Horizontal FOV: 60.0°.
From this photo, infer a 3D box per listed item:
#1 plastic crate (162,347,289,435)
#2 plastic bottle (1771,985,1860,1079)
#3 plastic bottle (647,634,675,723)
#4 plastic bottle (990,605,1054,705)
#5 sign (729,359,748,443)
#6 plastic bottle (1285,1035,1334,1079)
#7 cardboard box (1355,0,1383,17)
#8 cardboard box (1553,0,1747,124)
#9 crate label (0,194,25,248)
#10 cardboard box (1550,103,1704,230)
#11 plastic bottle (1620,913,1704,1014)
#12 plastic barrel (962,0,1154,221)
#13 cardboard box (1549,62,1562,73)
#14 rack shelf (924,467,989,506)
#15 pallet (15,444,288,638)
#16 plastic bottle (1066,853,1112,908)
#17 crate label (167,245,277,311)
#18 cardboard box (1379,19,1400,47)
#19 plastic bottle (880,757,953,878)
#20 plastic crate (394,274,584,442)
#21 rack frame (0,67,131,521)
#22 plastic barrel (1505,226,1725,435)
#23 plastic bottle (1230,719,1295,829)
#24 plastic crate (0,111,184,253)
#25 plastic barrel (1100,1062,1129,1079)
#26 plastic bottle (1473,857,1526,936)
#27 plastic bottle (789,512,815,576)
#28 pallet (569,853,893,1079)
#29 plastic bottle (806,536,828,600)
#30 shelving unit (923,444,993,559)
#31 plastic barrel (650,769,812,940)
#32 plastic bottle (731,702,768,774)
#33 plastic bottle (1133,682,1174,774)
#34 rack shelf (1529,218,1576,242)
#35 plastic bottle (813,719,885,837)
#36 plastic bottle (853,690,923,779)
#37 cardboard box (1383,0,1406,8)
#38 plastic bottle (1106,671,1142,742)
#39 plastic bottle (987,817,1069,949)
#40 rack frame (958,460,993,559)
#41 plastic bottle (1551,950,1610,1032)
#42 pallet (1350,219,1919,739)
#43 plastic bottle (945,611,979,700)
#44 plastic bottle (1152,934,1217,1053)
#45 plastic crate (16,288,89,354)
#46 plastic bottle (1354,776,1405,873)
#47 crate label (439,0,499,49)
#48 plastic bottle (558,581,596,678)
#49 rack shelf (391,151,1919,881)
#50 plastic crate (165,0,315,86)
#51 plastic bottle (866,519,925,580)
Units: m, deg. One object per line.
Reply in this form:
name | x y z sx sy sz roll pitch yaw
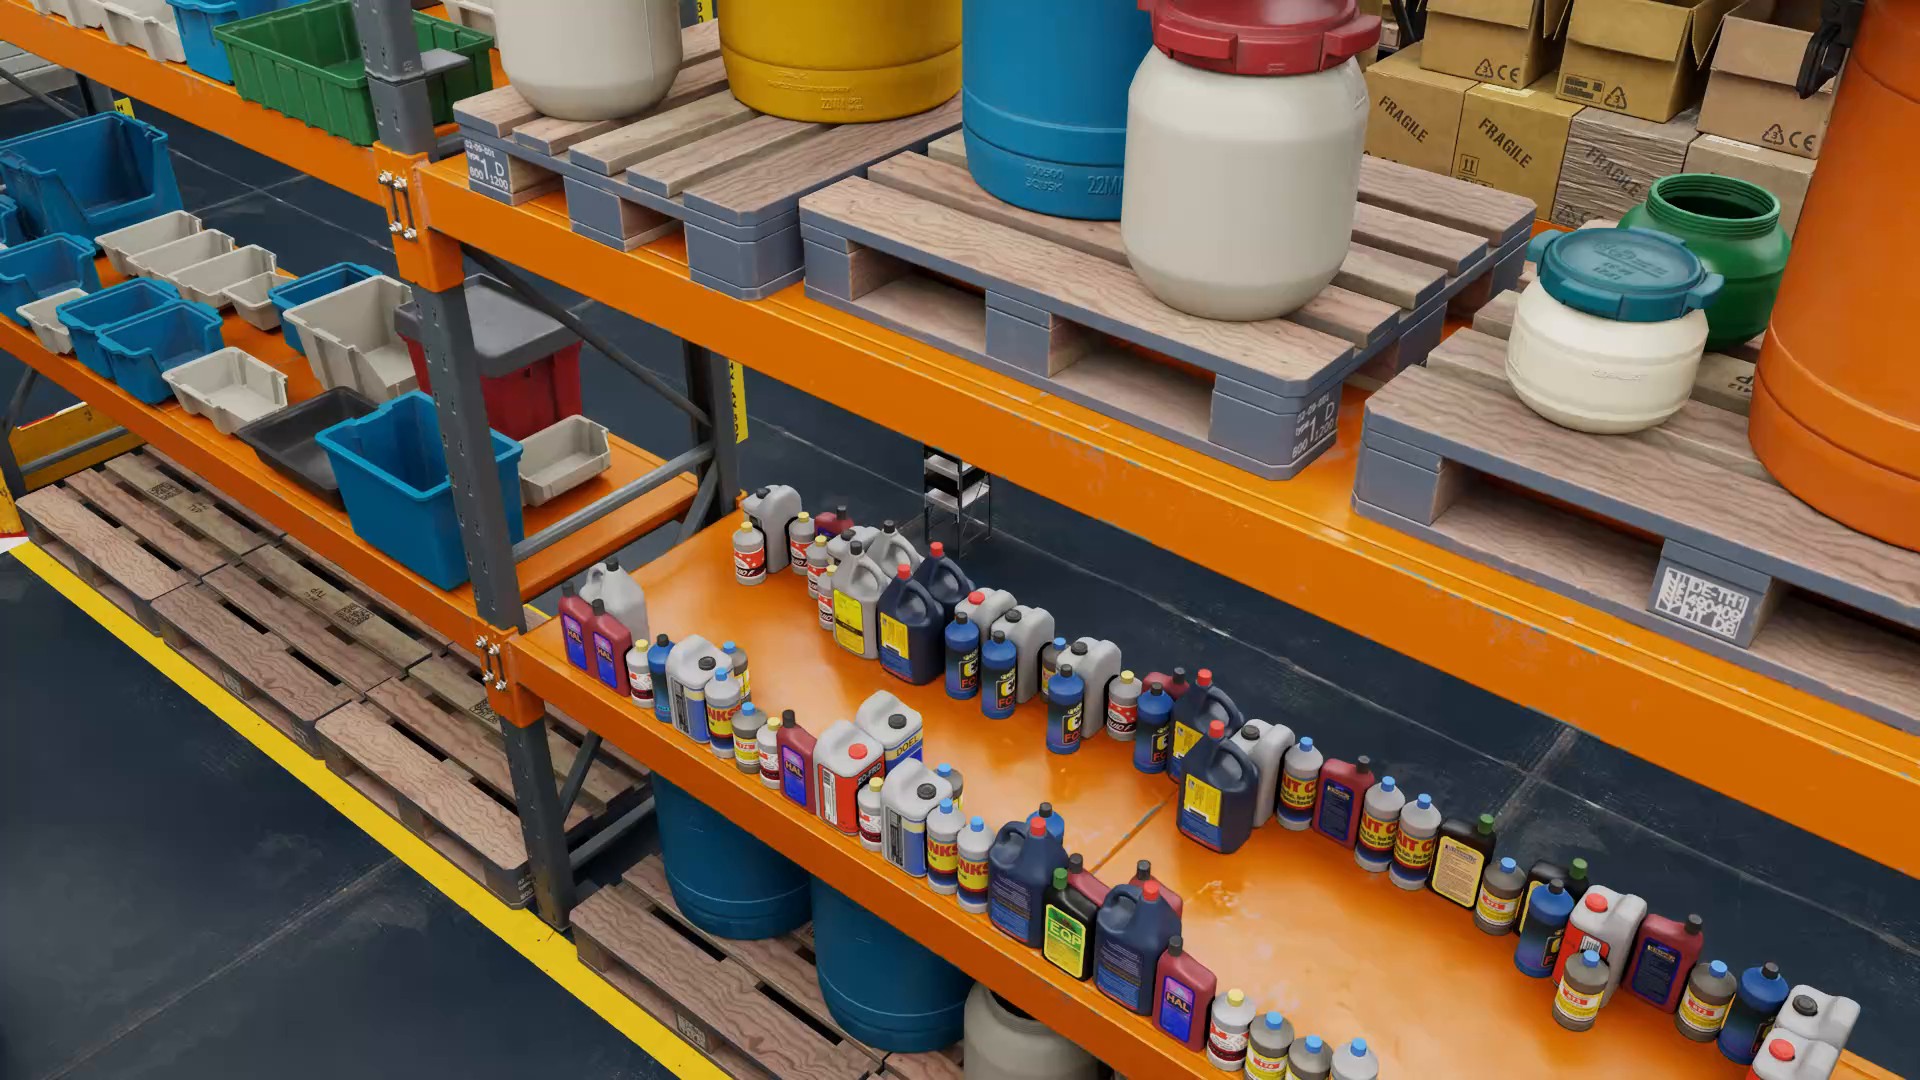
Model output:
plastic crate | -2.638 -0.526 6.046 0.466 0.136 0.293 25 42 32
plastic bottle | 1.841 1.093 3.618 0.135 0.276 0.152 25 42 32
plastic bottle | -0.821 0.379 4.662 0.097 0.271 0.097 0 34 0
plastic bottle | 0.174 0.307 4.762 0.135 0.276 0.152 25 42 32
sign | -0.754 -0.462 5.529 0.005 0.325 0.100 25 42 32
plastic bottle | 0.755 1.151 3.600 0.097 0.201 0.097 0 34 0
cardboard box | 1.857 -2.919 8.558 0.500 0.500 0.500 25 42 32
cardboard box | 3.078 -2.238 7.384 0.637 0.503 0.797 26 42 32
crate label | -4.202 -1.281 7.061 0.303 0.233 0.416 25 42 32
cardboard box | 3.027 -1.667 7.440 0.500 0.500 0.500 24 41 31
plastic bottle | 1.618 0.951 3.818 0.133 0.283 0.061 25 42 32
plastic barrel | 0.302 -1.174 3.347 0.708 0.901 0.600 25 42 32
cardboard box | 2.972 -2.073 8.030 0.500 0.500 0.500 27 43 33
rack shelf | -0.006 -0.272 7.569 0.200 0.077 0.258 25 42 32
pallet | -3.572 -0.093 7.699 1.213 0.211 1.003 25 42 32
plastic bottle | 0.299 0.871 3.936 0.133 0.283 0.061 25 42 32
crate label | -2.996 -1.056 6.818 0.243 0.136 0.396 25 42 32
cardboard box | 3.405 -4.038 13.128 0.250 0.149 0.380 23 41 30
plastic bottle | -0.105 0.694 4.199 0.135 0.276 0.152 25 42 32
plastic crate | -1.633 -0.593 5.855 0.583 0.464 0.402 25 42 32
rack frame | -4.181 -1.558 7.370 0.127 3.000 1.000 25 42 32
plastic barrel | 1.049 -0.338 2.694 0.301 0.262 0.301 0 34 0
plastic bottle | 0.775 0.591 4.350 0.135 0.276 0.152 25 42 32
plastic crate | -3.804 -1.558 7.284 0.499 0.435 0.616 25 42 32
plastic barrel | 0.712 1.581 4.557 0.708 0.588 0.600 25 42 32
plastic bottle | 1.311 0.854 4.032 0.097 0.201 0.097 0 34 0
plastic bottle | -0.491 0.005 5.269 0.097 0.201 0.097 0 34 0
pallet | -0.541 1.338 5.616 1.213 0.211 1.003 25 42 32
plastic bottle | -0.427 0.079 5.160 0.097 0.201 0.097 0 34 0
shelving unit | -0.006 -0.374 7.500 0.210 0.900 0.258 25 42 32
plastic barrel | -0.700 0.787 5.437 0.708 0.901 0.600 25 42 32
plastic bottle | -0.568 0.527 4.508 0.097 0.201 0.097 0 34 0
plastic bottle | 0.523 0.498 4.489 0.097 0.271 0.097 0 34 0
rack shelf | 3.599 -1.243 7.546 4.000 0.370 1.077 25 42 32
plastic bottle | -0.284 0.610 4.321 0.135 0.276 0.152 25 42 32
plastic bottle | -0.186 0.544 4.418 0.135 0.276 0.152 25 42 32
cardboard box | 3.448 -4.272 12.943 0.250 0.149 0.380 26 42 32
plastic bottle | 0.459 0.452 4.617 0.097 0.201 0.097 0 34 0
plastic bottle | 0.164 0.794 3.988 0.185 0.351 0.144 25 42 32
rack frame | 0.072 -0.337 7.446 0.006 0.900 0.240 25 42 32
plastic bottle | 1.420 1.017 3.795 0.097 0.201 0.097 0 34 0
pallet | 1.442 -0.139 2.820 1.213 0.211 1.003 25 42 32
plastic bottle | 0.005 0.322 4.746 0.097 0.271 0.097 0 34 0
plastic bottle | 0.505 1.012 3.729 0.133 0.283 0.061 25 42 32
plastic crate | -3.487 -0.844 6.509 0.298 0.136 0.250 25 42 32
plastic bottle | 1.059 0.706 4.186 0.097 0.271 0.097 0 34 0
crate label | -1.298 -1.540 4.926 0.466 0.136 0.293 25 42 32
plastic bottle | -1.098 0.257 4.829 0.133 0.283 0.061 25 42 32
rack shelf | 0.430 -0.325 3.560 4.000 0.370 1.077 25 42 32
plastic crate | -2.011 -1.468 4.736 0.300 0.233 0.416 25 42 32
plastic bottle | -0.191 0.101 4.996 0.185 0.351 0.144 25 42 32
